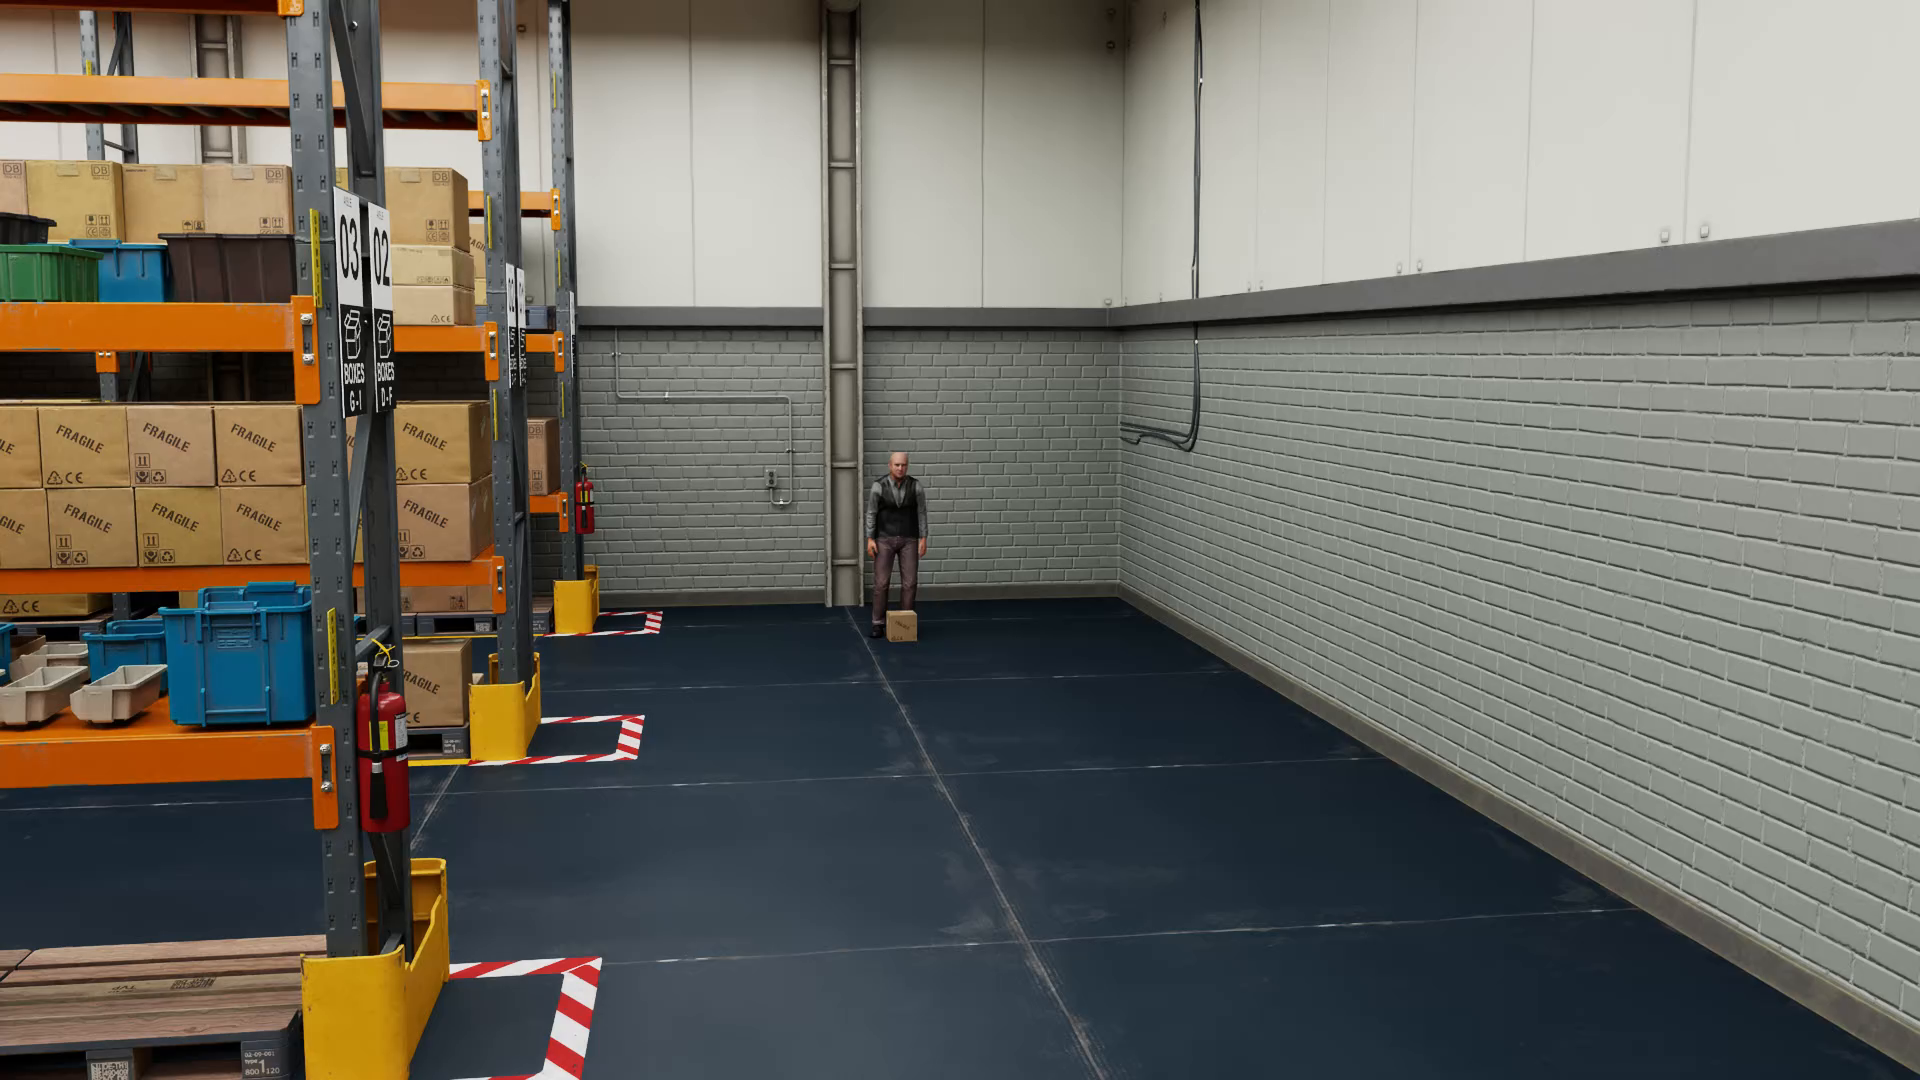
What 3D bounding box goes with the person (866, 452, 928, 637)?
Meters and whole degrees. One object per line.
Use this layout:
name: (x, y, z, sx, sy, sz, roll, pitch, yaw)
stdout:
person: (-0.587, 0.035, 15.509, 0.580, 1.721, 0.460, -1, 7, -9)
